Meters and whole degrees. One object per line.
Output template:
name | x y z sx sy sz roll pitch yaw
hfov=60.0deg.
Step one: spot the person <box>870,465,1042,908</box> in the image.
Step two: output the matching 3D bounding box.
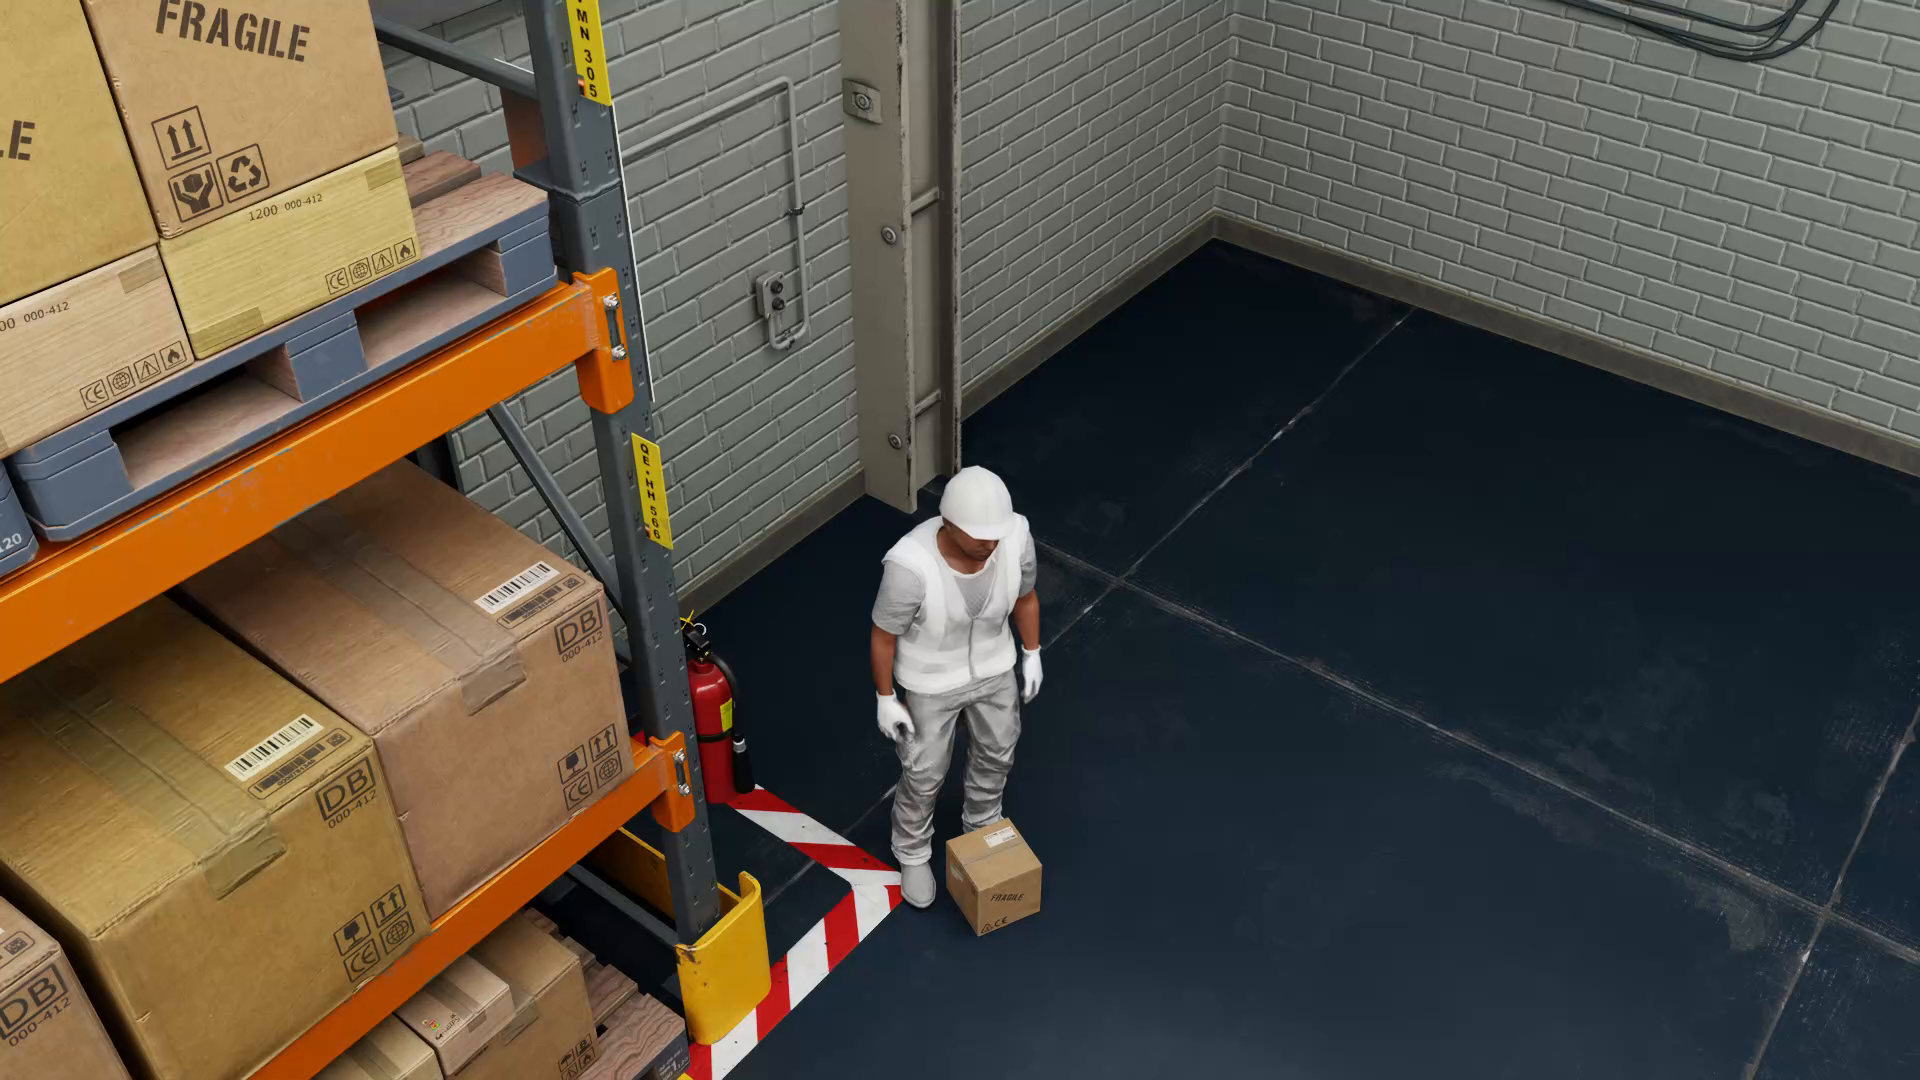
person | -0.001 0.466 5.560 0.614 1.773 0.449 -17 42 -20
